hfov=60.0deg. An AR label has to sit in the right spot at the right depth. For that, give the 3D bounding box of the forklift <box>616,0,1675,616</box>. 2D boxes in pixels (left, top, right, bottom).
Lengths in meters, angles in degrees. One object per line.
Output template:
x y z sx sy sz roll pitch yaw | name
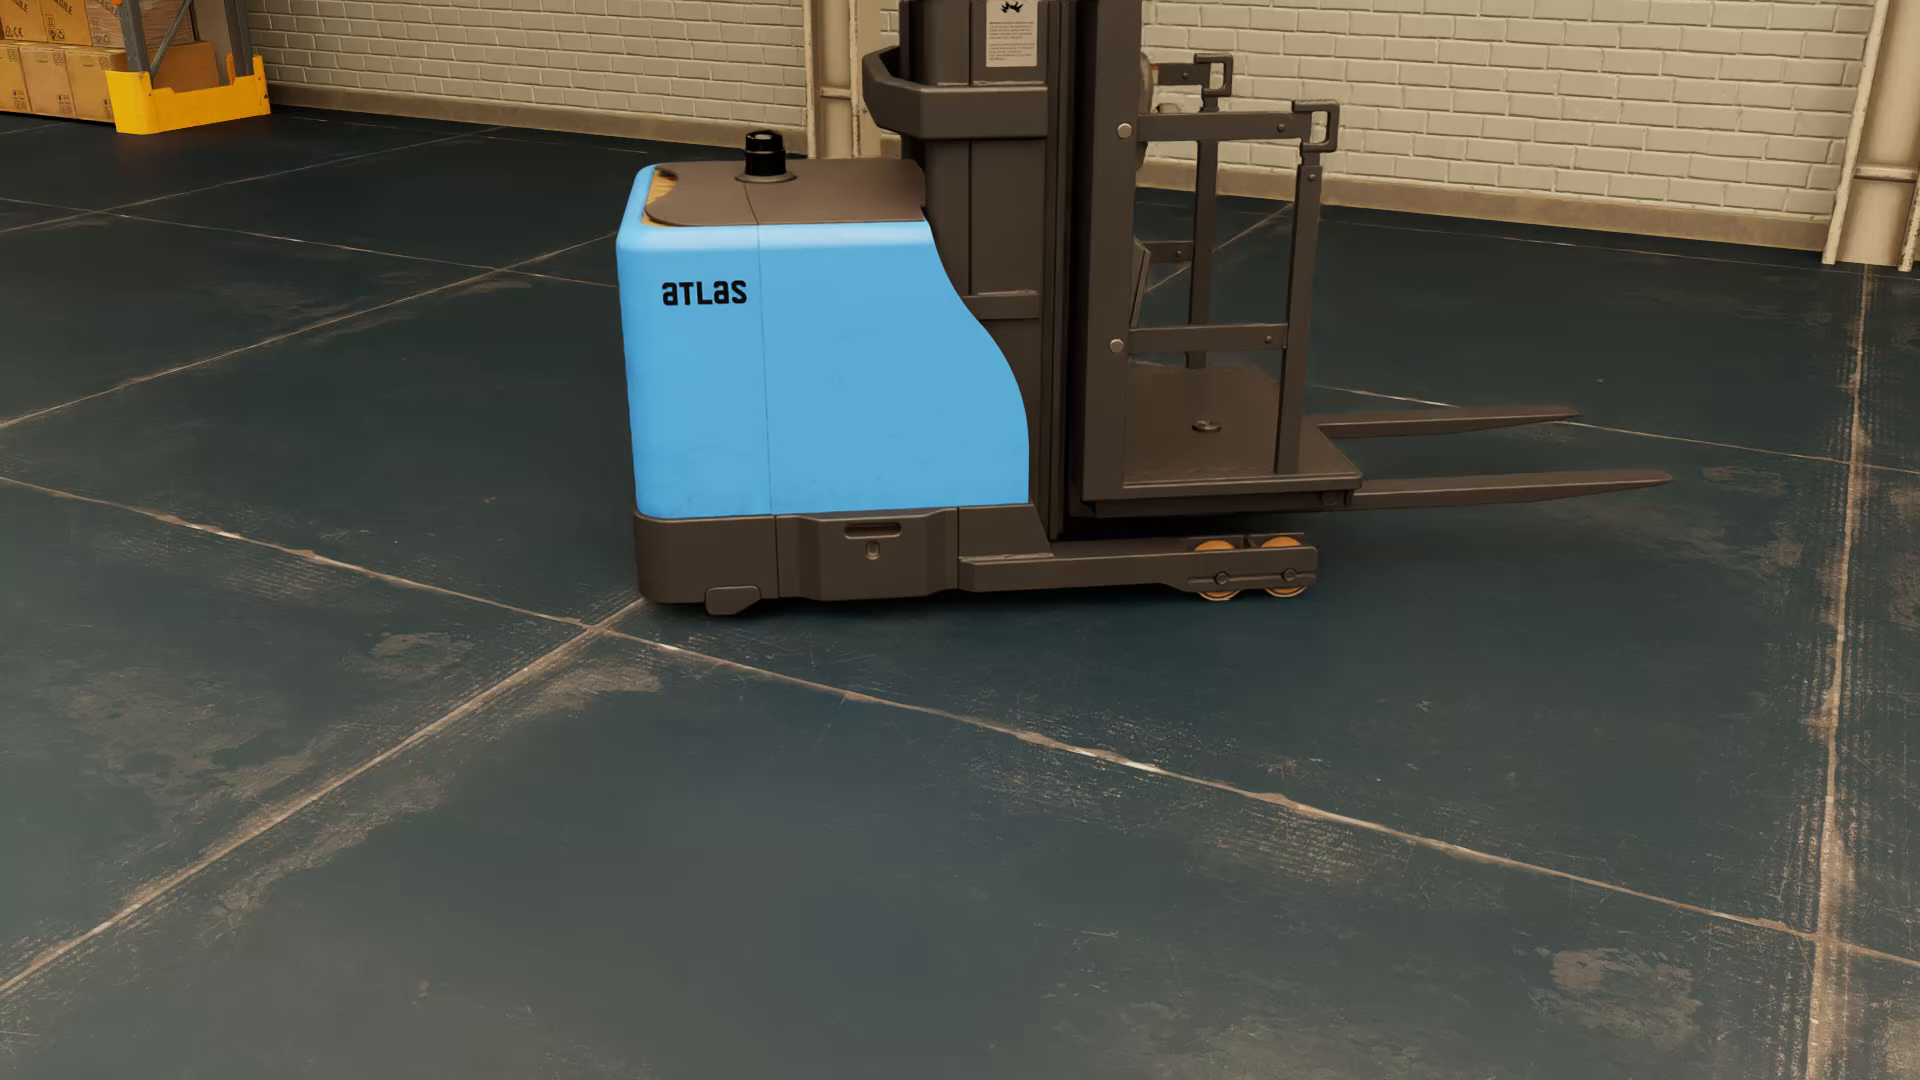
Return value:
0.573 -1.381 4.569 3.031 2.935 1.130 -3 23 -6 | forklift
